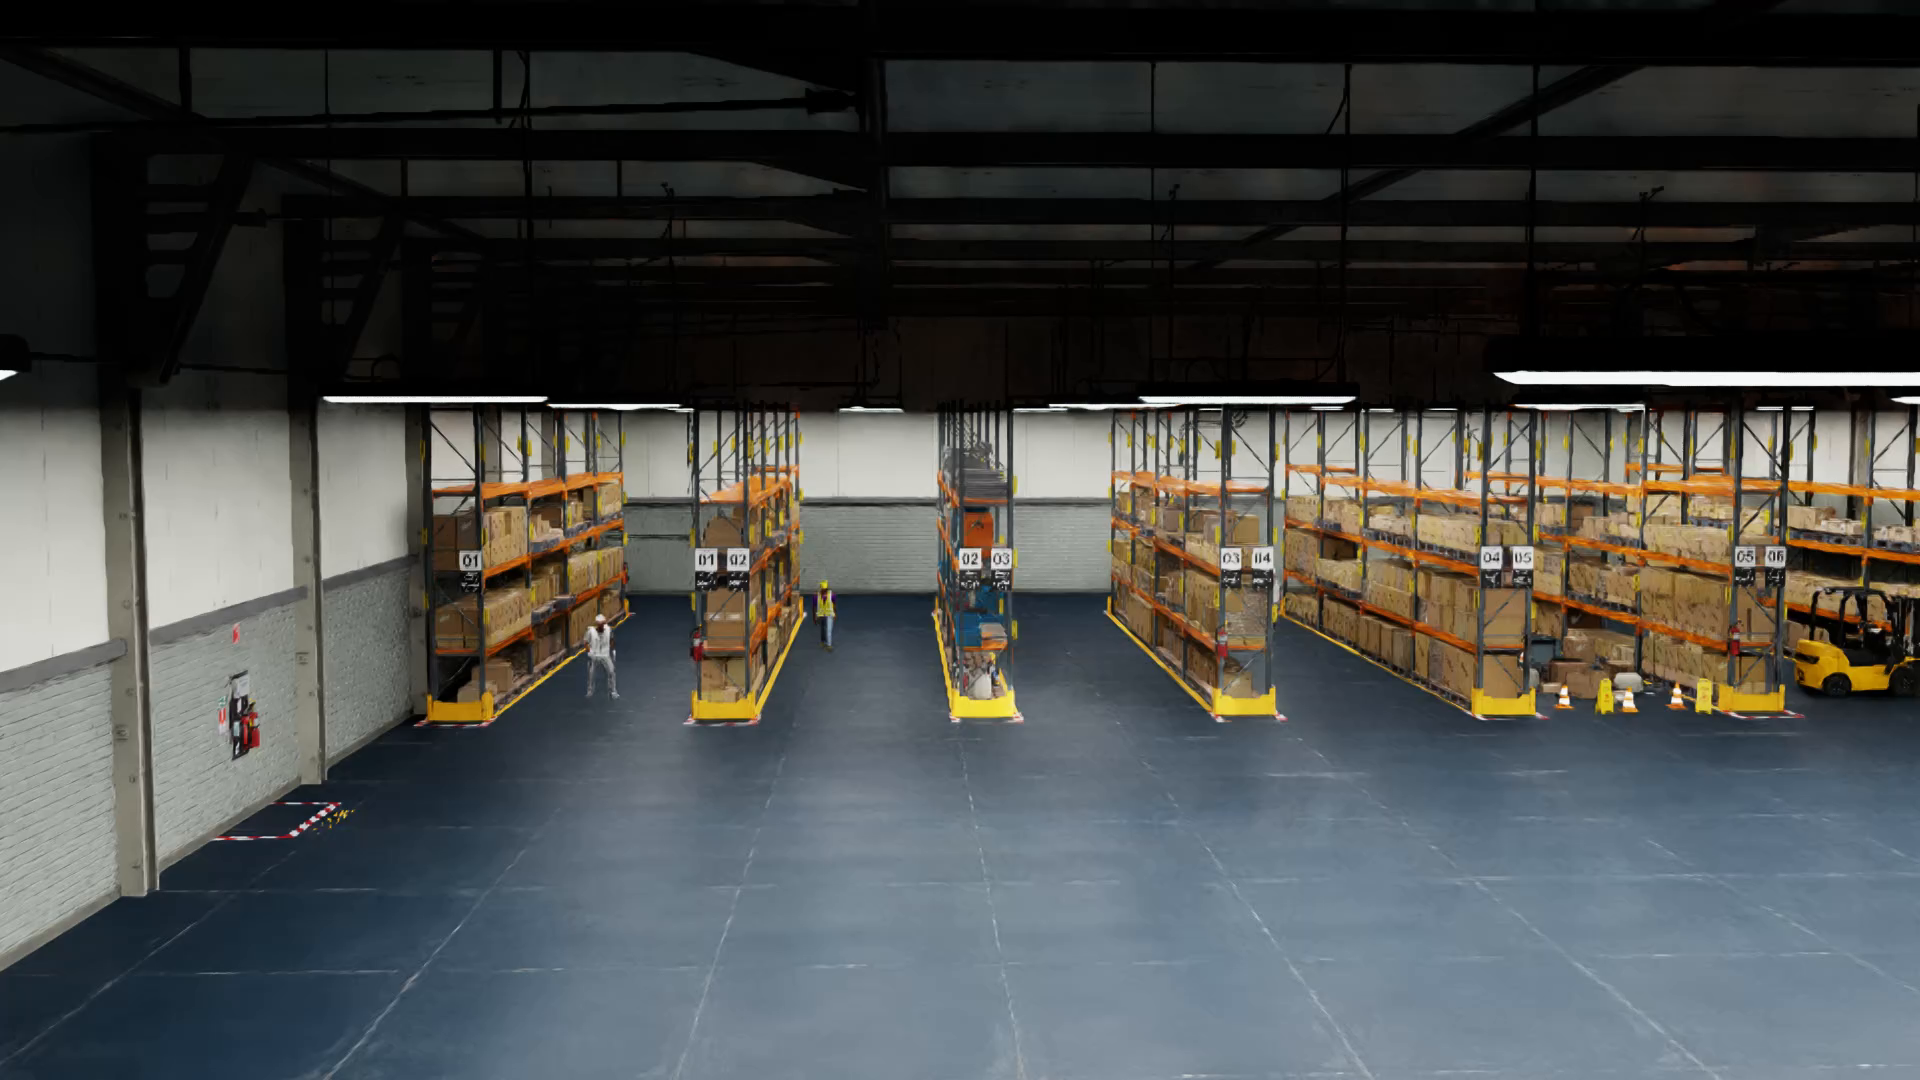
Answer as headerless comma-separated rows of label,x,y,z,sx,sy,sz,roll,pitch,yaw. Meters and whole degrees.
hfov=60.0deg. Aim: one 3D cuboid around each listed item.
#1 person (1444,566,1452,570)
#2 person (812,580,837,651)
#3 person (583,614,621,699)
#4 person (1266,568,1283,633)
person,12.960,1.473,44.166,0.557,1.764,0.651,1,5,17
person,-3.292,1.806,40.273,0.579,1.688,1.108,0,4,0
person,-7.230,2.319,33.393,0.696,1.716,0.832,-2,5,-20
person,8.086,1.576,43.383,0.663,1.726,0.574,0,4,-4
